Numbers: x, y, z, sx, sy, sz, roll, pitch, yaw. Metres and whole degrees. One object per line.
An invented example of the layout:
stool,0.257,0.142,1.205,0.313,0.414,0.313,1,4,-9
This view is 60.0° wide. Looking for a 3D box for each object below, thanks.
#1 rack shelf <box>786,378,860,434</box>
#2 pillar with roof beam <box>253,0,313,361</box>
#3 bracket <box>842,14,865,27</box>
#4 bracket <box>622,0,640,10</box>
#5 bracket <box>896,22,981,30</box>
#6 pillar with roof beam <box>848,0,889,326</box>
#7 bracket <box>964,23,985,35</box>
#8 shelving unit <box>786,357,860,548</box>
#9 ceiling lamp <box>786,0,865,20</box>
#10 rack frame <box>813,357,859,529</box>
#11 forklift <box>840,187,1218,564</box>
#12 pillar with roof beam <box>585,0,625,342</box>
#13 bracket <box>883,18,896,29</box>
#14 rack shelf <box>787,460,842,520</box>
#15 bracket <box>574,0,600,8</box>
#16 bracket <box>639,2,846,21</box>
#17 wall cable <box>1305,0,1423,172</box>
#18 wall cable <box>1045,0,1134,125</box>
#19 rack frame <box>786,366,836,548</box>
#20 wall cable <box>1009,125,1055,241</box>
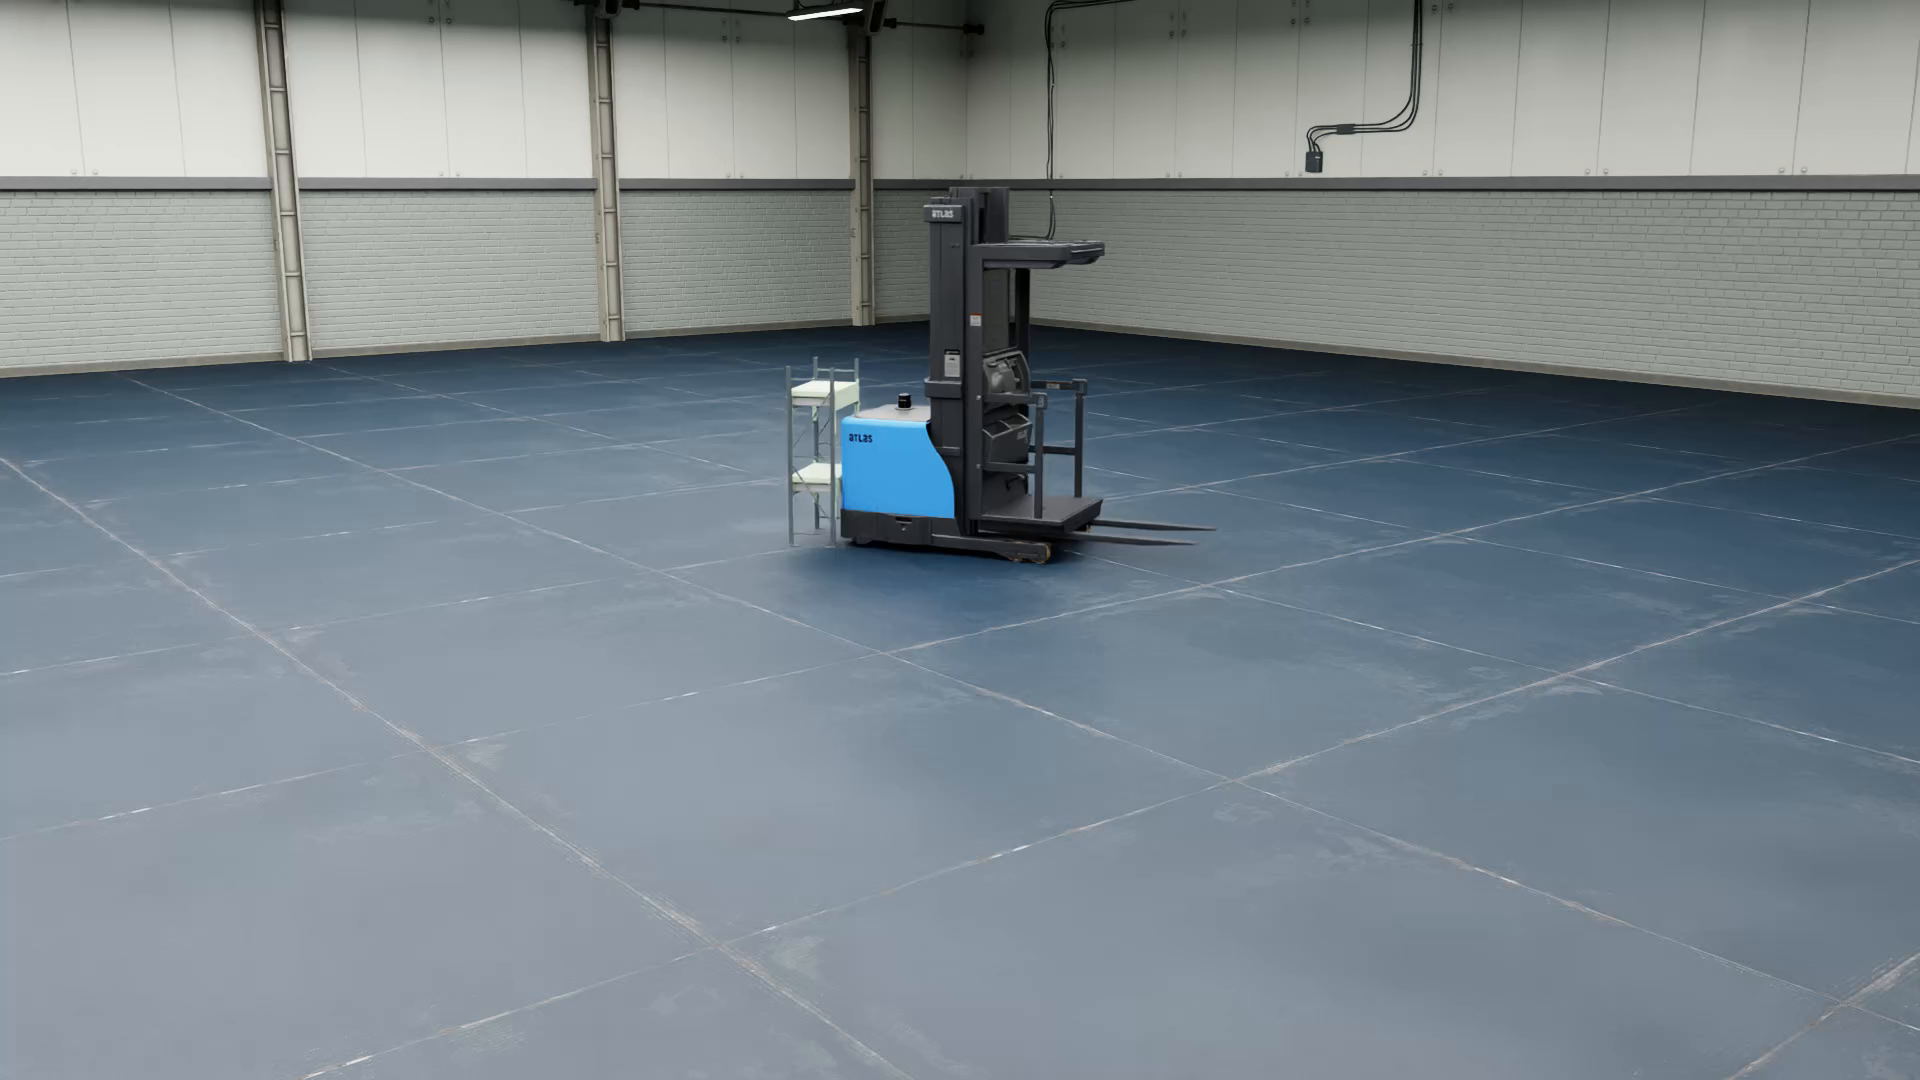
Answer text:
rack shelf,-1.144,-1.132,13.963,0.431,0.370,0.720,3,12,12
pillar with roof beam,-8.780,-6.821,24.588,0.400,9.000,9.100,-9,15,-38
bracket,-2.201,-10.726,34.310,0.430,0.232,0.235,-9,15,-38
bracket,-6.238,-10.055,31.151,0.430,0.232,0.235,-9,15,-38
bracket,-0.164,-11.064,35.905,3.189,0.066,0.076,-9,15,-38
pillar with roof beam,0.590,-8.378,31.921,0.548,9.000,9.100,-9,15,-38
bracket,0.297,-11.141,36.266,0.430,0.232,0.235,-9,15,-38
shelving unit,-1.147,-0.751,14.045,0.431,1.500,0.755,3,12,12
ceiling lamp,-2.149,-10.660,28.614,0.800,3.185,2.000,-9,15,-38
rack frame,-1.069,-0.825,14.394,0.400,1.500,0.023,3,12,12
forklift,0.567,-1.368,13.513,3.031,2.935,1.130,5,13,22
pillar with roof beam,-4.095,-7.600,28.254,0.548,9.000,9.100,-9,15,-38
bracket,-1.553,-10.834,34.818,0.430,0.232,0.235,-9,15,-38
rack shelf,-1.150,-0.432,14.113,0.431,0.370,0.720,3,12,12
bracket,-6.886,-9.947,30.644,0.430,0.232,0.235,-9,15,-38
bracket,-4.213,-10.392,32.736,4.783,0.066,0.076,-9,15,-38
wall cable,6.946,-9.366,28.385,0.169,6.003,2.305,-9,15,-38
wall cable,2.718,-9.757,33.731,0.112,2.526,3.097,-9,15,-38
rack frame,-1.225,-0.677,13.695,0.400,1.500,0.023,3,12,12
wall cable,1.028,-7.725,36.322,0.112,2.526,3.097,-9,15,-38
